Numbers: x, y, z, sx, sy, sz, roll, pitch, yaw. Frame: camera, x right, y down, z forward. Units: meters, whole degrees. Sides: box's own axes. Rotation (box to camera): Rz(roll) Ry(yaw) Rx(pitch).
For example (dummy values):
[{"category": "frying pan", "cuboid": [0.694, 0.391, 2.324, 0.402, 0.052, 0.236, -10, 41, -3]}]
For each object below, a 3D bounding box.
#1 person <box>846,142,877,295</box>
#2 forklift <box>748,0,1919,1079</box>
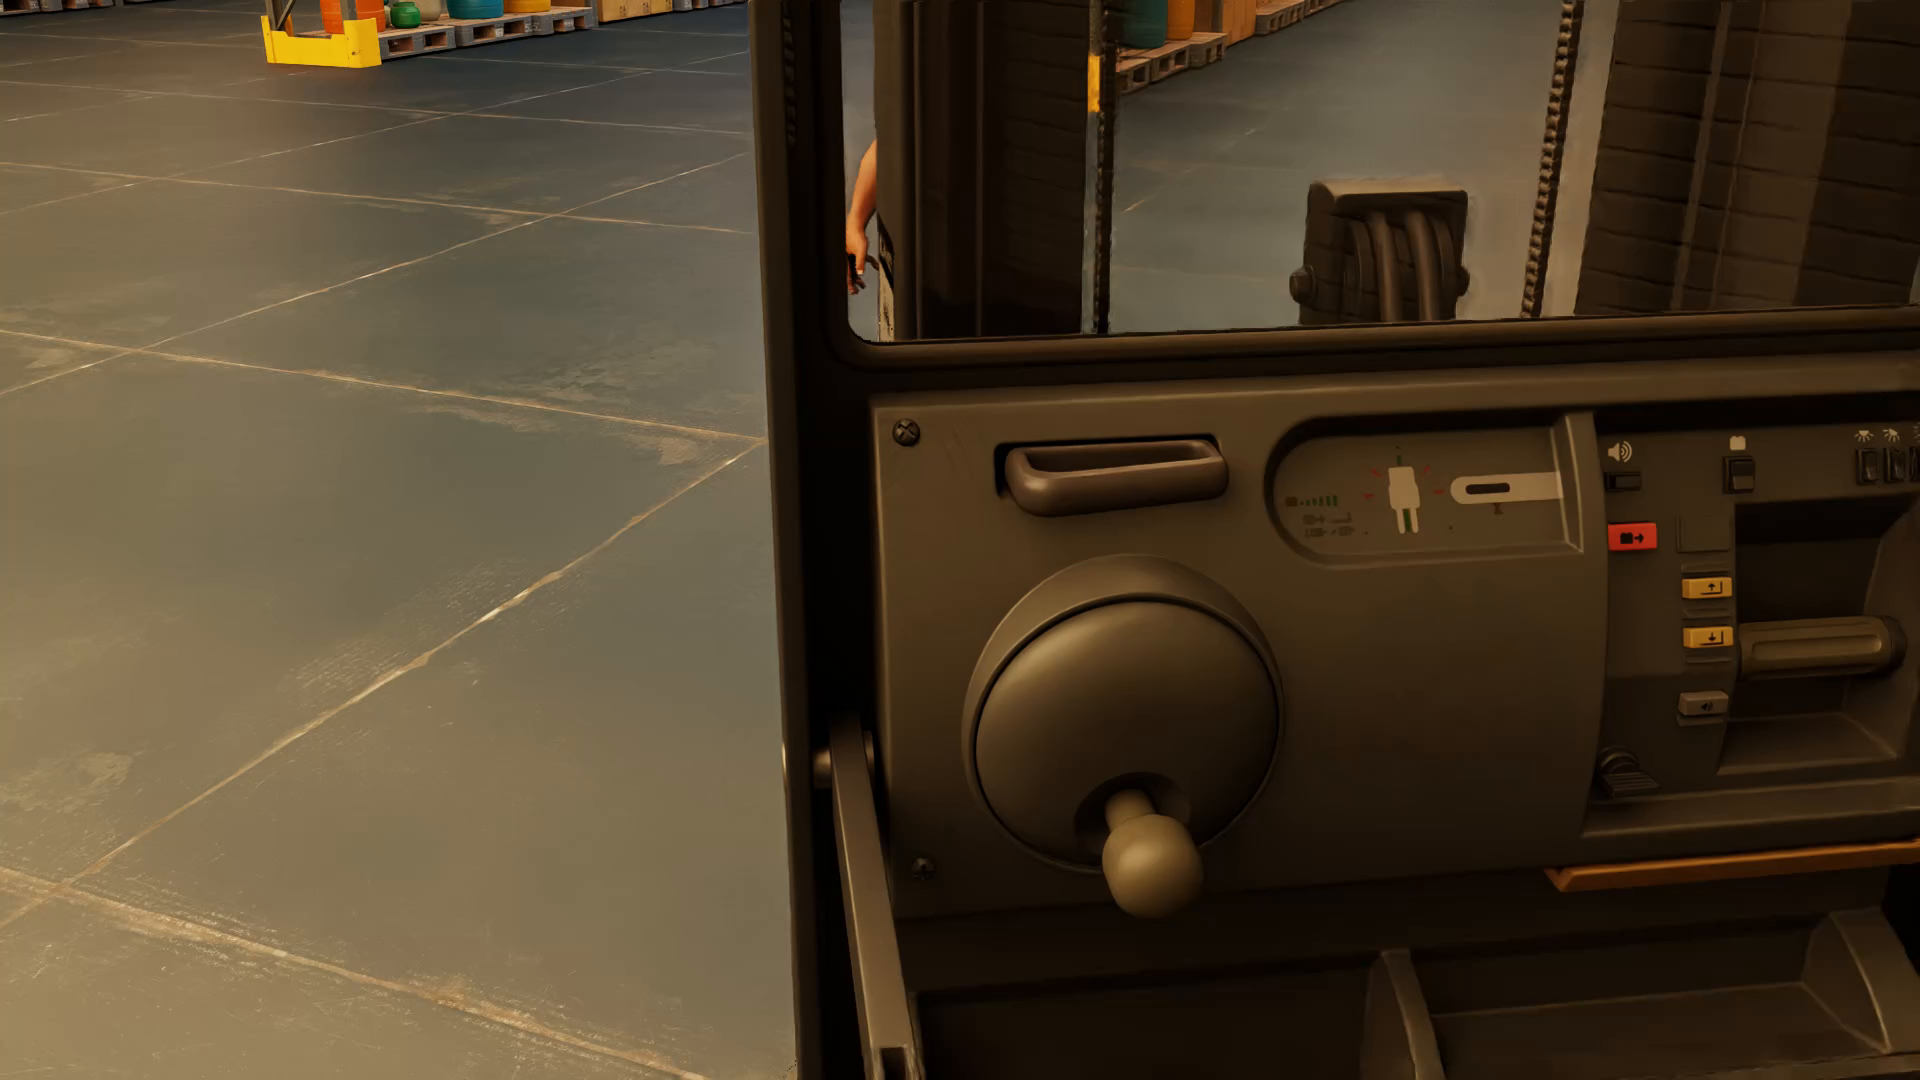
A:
[{"category": "person", "cuboid": [-0.032, -0.798, 4.693, 0.666, 1.765, 0.577, 9, 24, 21]}, {"category": "forklift", "cuboid": [0.432, 0.087, 1.084, 1.130, 2.935, 3.031, -3, 23, -7]}]
